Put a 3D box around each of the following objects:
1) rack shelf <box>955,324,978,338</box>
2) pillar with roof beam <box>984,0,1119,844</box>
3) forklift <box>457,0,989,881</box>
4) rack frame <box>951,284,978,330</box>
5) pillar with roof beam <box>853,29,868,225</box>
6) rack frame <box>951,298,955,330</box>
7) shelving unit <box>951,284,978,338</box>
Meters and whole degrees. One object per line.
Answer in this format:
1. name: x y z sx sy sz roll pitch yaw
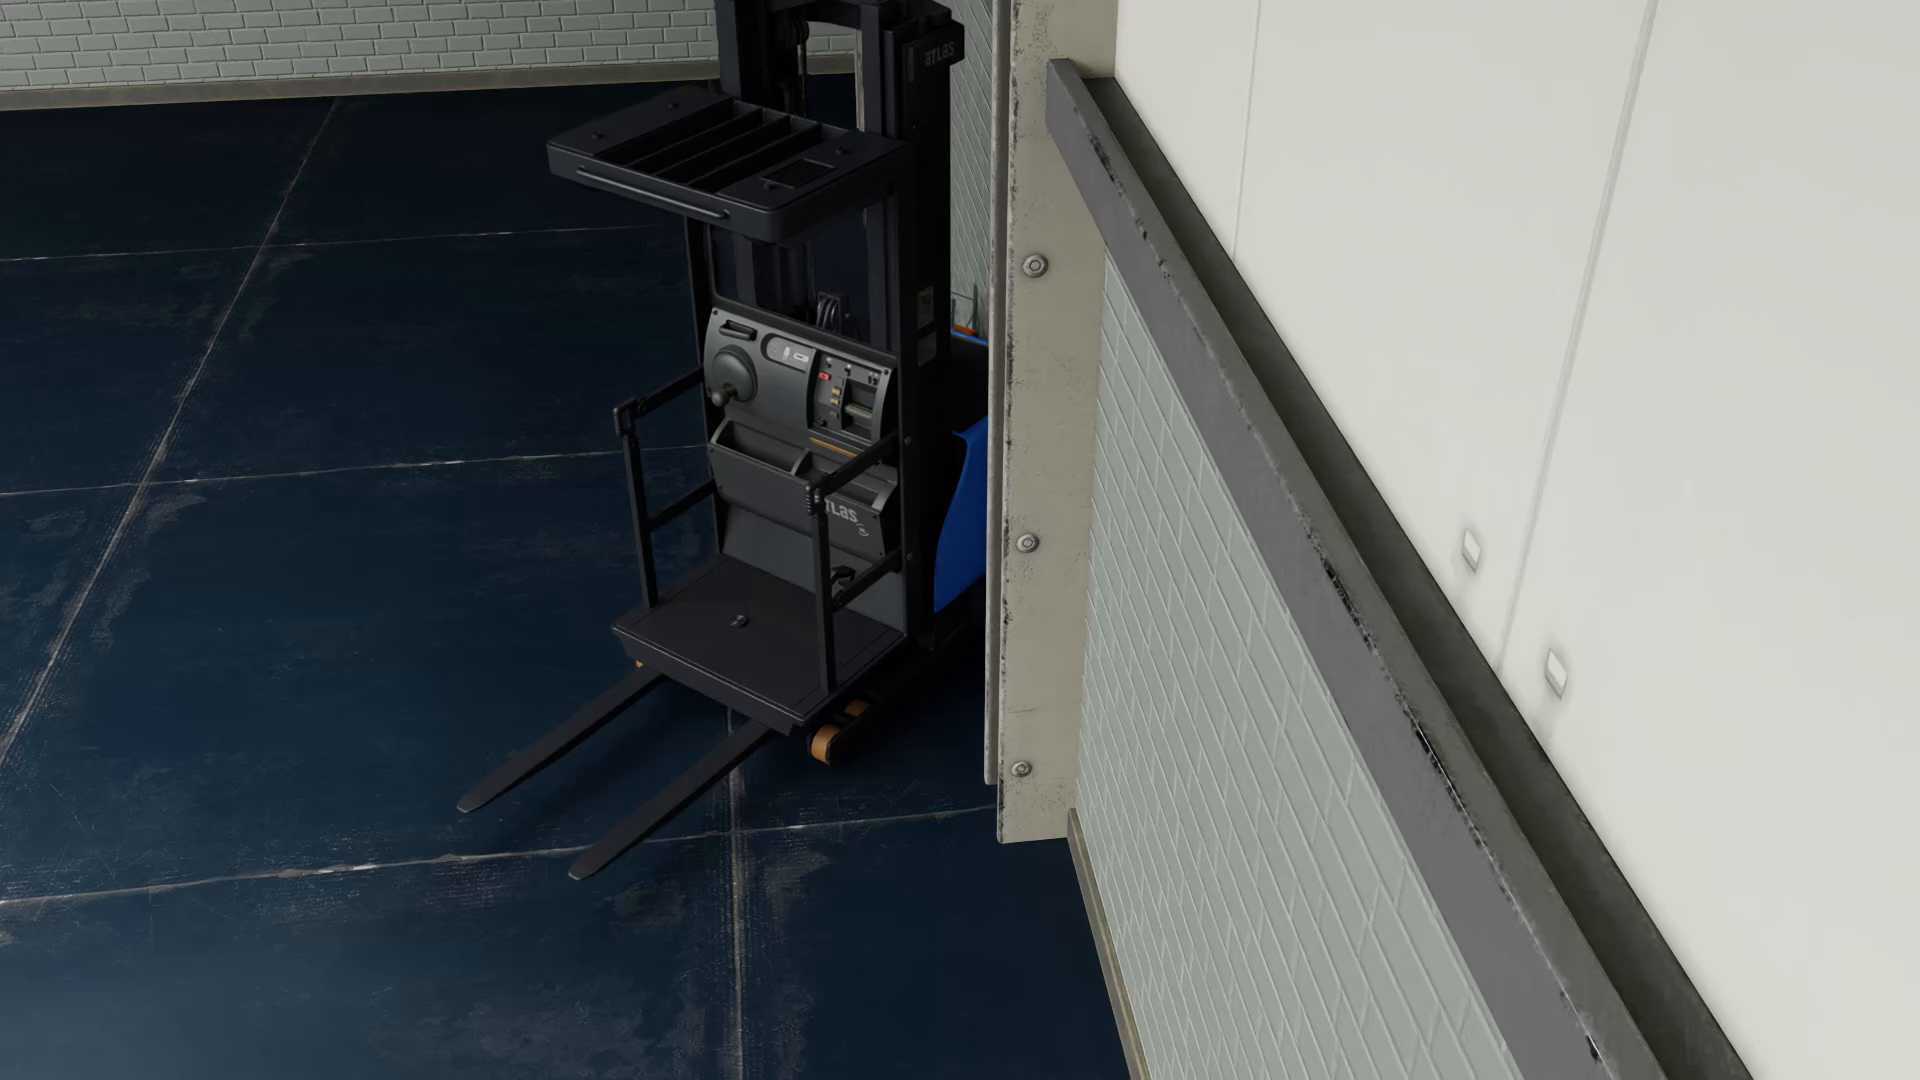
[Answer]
1. rack shelf: -0.071 -0.973 8.049 0.258 0.103 0.180 23 40 28
2. pillar with roof beam: -3.988 -2.327 3.674 9.100 9.000 0.400 -4 35 -6
3. forklift: -0.779 -0.594 6.518 1.130 2.935 3.031 22 40 29
4. rack frame: -0.022 -0.756 8.290 0.240 1.200 0.006 23 40 28
5. pillar with roof beam: -4.795 -5.675 8.587 9.100 9.000 0.400 -4 35 -6
6. rack frame: -0.128 -0.672 8.167 0.240 1.200 0.006 23 40 28
7. shelving unit: -0.075 -0.714 8.229 0.258 1.200 0.189 23 40 28
